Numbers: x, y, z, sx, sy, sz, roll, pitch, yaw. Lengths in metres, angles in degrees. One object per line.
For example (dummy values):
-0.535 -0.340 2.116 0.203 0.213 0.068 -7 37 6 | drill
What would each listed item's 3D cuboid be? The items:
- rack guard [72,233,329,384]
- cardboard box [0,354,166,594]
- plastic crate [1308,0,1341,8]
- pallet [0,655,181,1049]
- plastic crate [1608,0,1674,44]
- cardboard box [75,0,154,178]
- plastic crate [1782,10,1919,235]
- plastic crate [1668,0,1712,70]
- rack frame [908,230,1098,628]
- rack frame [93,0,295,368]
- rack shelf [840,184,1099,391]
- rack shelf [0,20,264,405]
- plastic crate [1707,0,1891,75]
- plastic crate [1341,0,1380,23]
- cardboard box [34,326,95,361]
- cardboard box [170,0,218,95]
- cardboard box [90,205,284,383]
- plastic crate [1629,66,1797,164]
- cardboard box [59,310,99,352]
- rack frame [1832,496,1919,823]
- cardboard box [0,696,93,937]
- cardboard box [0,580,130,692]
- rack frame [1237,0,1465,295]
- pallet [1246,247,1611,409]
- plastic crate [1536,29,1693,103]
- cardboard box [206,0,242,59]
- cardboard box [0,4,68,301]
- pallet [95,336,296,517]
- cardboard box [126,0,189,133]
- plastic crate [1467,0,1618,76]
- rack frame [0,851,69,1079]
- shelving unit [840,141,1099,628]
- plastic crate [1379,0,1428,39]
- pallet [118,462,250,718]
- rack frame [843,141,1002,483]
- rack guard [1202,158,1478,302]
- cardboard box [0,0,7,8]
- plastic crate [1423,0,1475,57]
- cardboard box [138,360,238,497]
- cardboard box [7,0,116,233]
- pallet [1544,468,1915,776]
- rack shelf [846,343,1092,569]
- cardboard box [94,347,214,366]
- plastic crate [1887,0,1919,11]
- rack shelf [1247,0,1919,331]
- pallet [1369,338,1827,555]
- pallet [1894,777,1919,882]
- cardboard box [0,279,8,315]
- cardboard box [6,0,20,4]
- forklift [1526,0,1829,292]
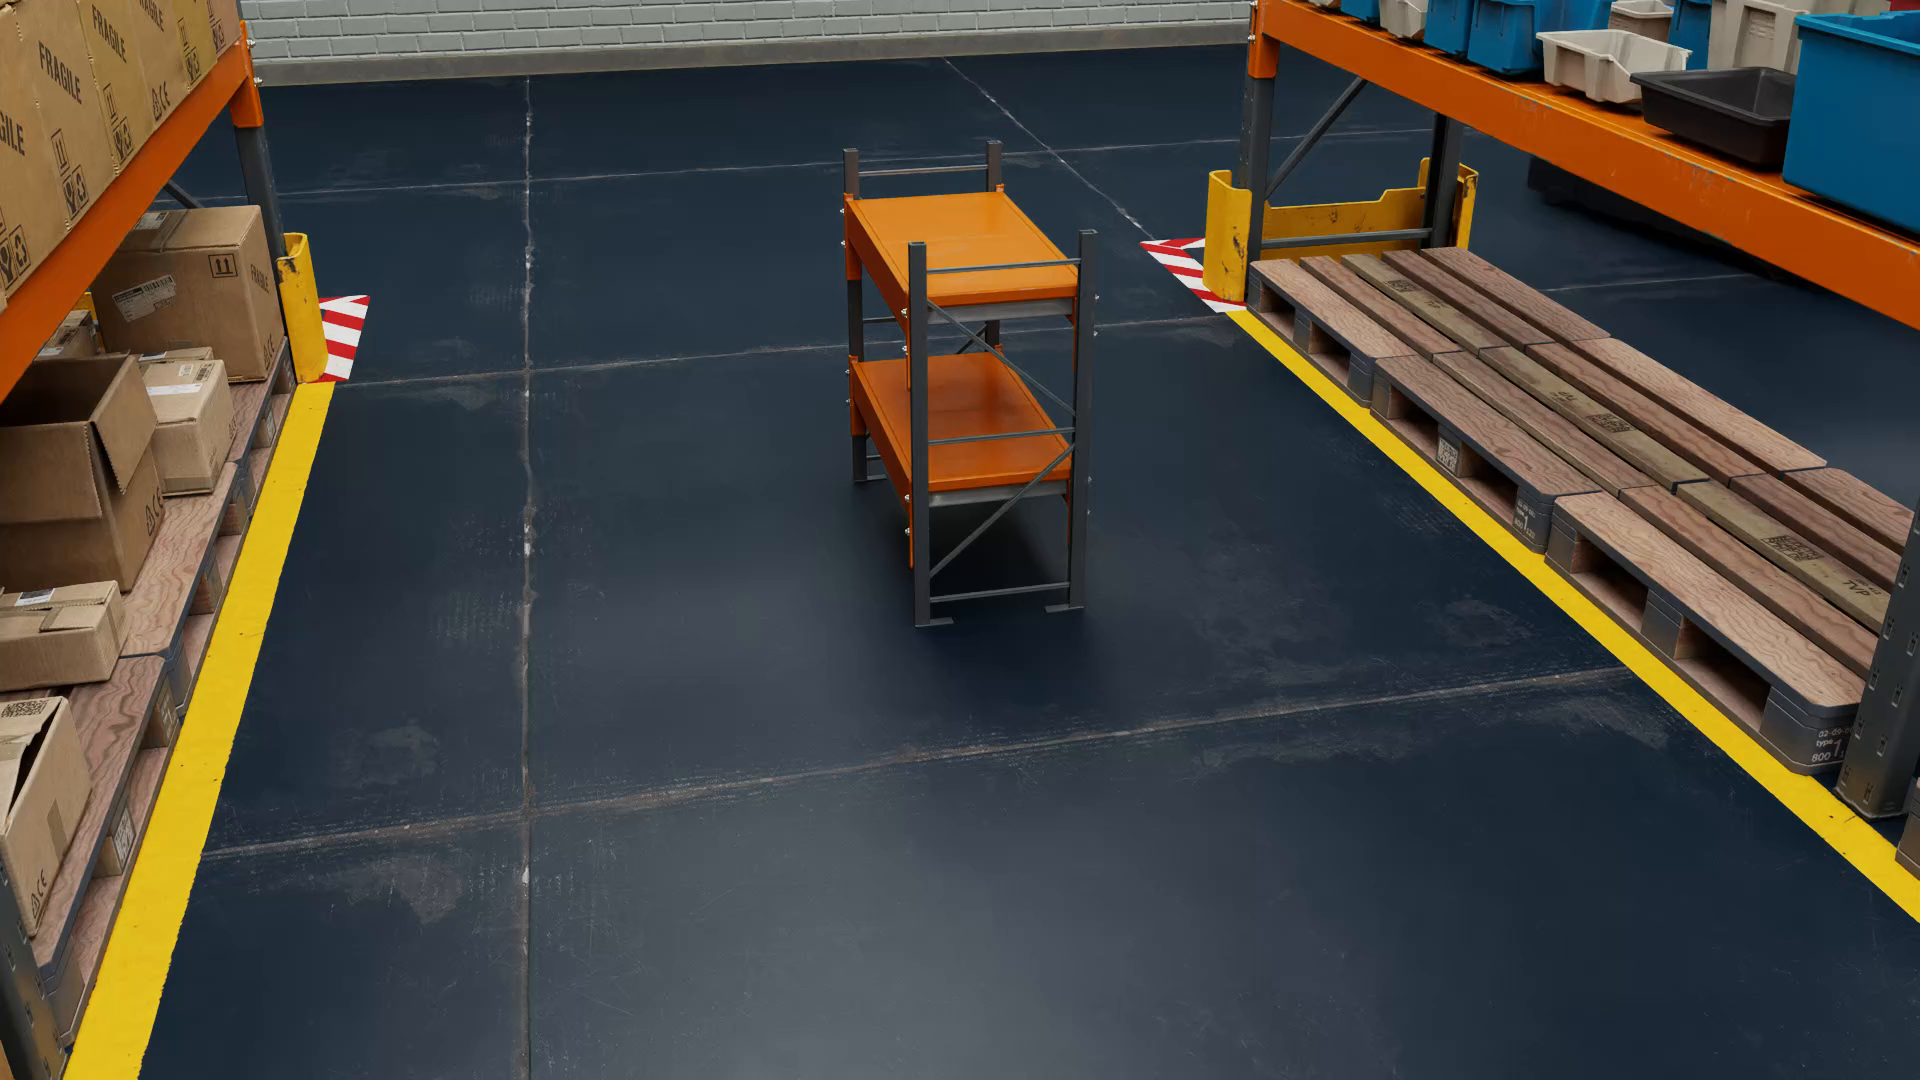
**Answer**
-3.094 -0.854 6.387 1.175 0.500 0.348 -6 27 -12 | rack guard
-2.638 -0.154 4.508 0.797 0.503 0.637 -6 27 -12 | cardboard box
1.442 -2.123 6.353 0.250 0.136 0.298 -6 27 -12 | plastic crate
-2.364 0.696 3.637 1.003 0.211 1.213 -6 27 -12 | pallet
2.298 -1.698 5.510 0.298 0.136 0.250 -6 27 -12 | plastic crate
-2.404 -1.211 4.209 0.500 0.500 0.500 -6 27 -12 | cardboard box
2.179 -0.939 3.732 0.392 0.384 0.575 -6 27 -12 | plastic crate
2.428 -1.581 5.173 0.416 0.233 0.300 -6 27 -12 | plastic crate
0.113 -0.282 4.560 0.500 1.125 0.032 -6 27 -12 | rack frame
-3.111 -2.003 5.890 1.000 3.000 0.127 -6 27 -12 | rack frame
-0.002 -0.766 4.871 0.538 0.278 1.000 -6 27 -12 | rack shelf
-2.661 -0.804 4.313 1.077 0.370 4.000 -6 27 -12 | rack shelf
2.452 -1.412 4.783 0.437 0.282 0.530 -6 27 -12 | plastic crate
1.599 -2.026 6.054 0.416 0.233 0.300 -6 27 -12 | plastic crate
-3.153 -0.485 5.446 0.500 0.250 0.500 -6 27 -12 | cardboard box
-2.625 -1.652 5.082 0.500 0.500 0.500 -6 27 -11 | cardboard box
-2.749 -0.870 5.931 0.500 0.500 0.500 -6 27 -12 | cardboard box
2.103 -1.117 4.372 0.437 0.125 0.590 -6 27 -12 | plastic crate
-3.352 -0.708 6.000 0.380 0.149 0.250 -6 27 -12 | cardboard box
2.617 -0.749 3.404 1.000 3.000 0.127 -6 27 -12 | rack frame
-2.094 0.550 3.326 0.500 0.311 0.500 -6 27 -12 | cardboard box
-2.298 0.236 4.109 0.380 0.166 0.250 -6 27 -12 | cardboard box
1.715 -2.505 6.883 1.000 3.000 0.127 -6 27 -12 | rack frame
1.863 -0.894 6.787 1.003 0.211 1.213 -6 27 -12 | pallet
1.932 -1.392 4.904 0.293 0.136 0.466 -6 27 -12 | plastic crate
-2.745 -1.879 5.533 0.500 0.500 0.500 -5 27 -10 | cardboard box
-2.178 -0.768 3.331 0.500 0.500 0.500 -5 27 -11 | cardboard box
-2.914 -0.375 5.759 1.003 0.211 1.213 -6 27 -12 | pallet
-2.518 -1.432 4.647 0.500 0.500 0.500 -6 27 -11 | cardboard box
1.815 -1.605 5.220 0.416 0.233 0.300 -6 27 -12 | plastic crate
-2.210 -0.247 2.411 1.000 3.000 0.127 -6 27 -12 | rack frame
-0.002 -0.505 5.002 0.538 1.125 1.048 -6 27 -12 | shelving unit
1.595 -1.825 5.763 0.250 0.136 0.298 -6 27 -12 | plastic crate
-2.642 0.159 4.700 1.003 0.211 1.213 -6 27 -12 | pallet
-0.116 -0.728 5.445 0.500 1.125 0.032 -6 27 -12 | rack frame
1.697 -1.398 7.465 1.175 0.500 0.348 -6 27 -12 | rack guard
-2.159 -1.200 3.078 0.500 0.500 0.500 -7 28 -13 | cardboard box
1.747 -1.737 5.482 0.416 0.233 0.300 -6 27 -12 | plastic crate
-2.564 -0.338 5.155 0.500 0.250 0.500 -6 27 -12 | cardboard box
-2.288 -0.988 3.767 0.500 0.500 0.500 -6 27 -12 | cardboard box
2.413 0.177 4.665 1.003 0.211 1.213 -6 27 -12 | pallet
-0.002 -0.287 5.113 0.538 0.278 1.000 -6 27 -12 | rack shelf
-2.745 -0.534 5.636 0.380 0.166 0.250 -6 27 -12 | cardboard box
2.660 -1.221 4.204 0.402 0.464 0.583 -6 27 -12 | plastic crate
2.166 -1.306 5.306 1.077 0.370 4.000 -6 27 -12 | rack shelf
2.135 -0.359 5.728 1.003 0.211 1.213 -6 27 -12 | pallet
2.750 0.839 3.353 1.003 0.211 1.213 -6 27 -12 | pallet
-2.059 -0.543 2.887 0.500 0.500 0.500 -5 27 -10 | cardboard box
-2.274 -1.426 3.526 0.500 0.500 0.500 -7 28 -13 | cardboard box
4.159 -2.650 7.247 1.130 2.935 3.031 -14 30 -26 | forklift
